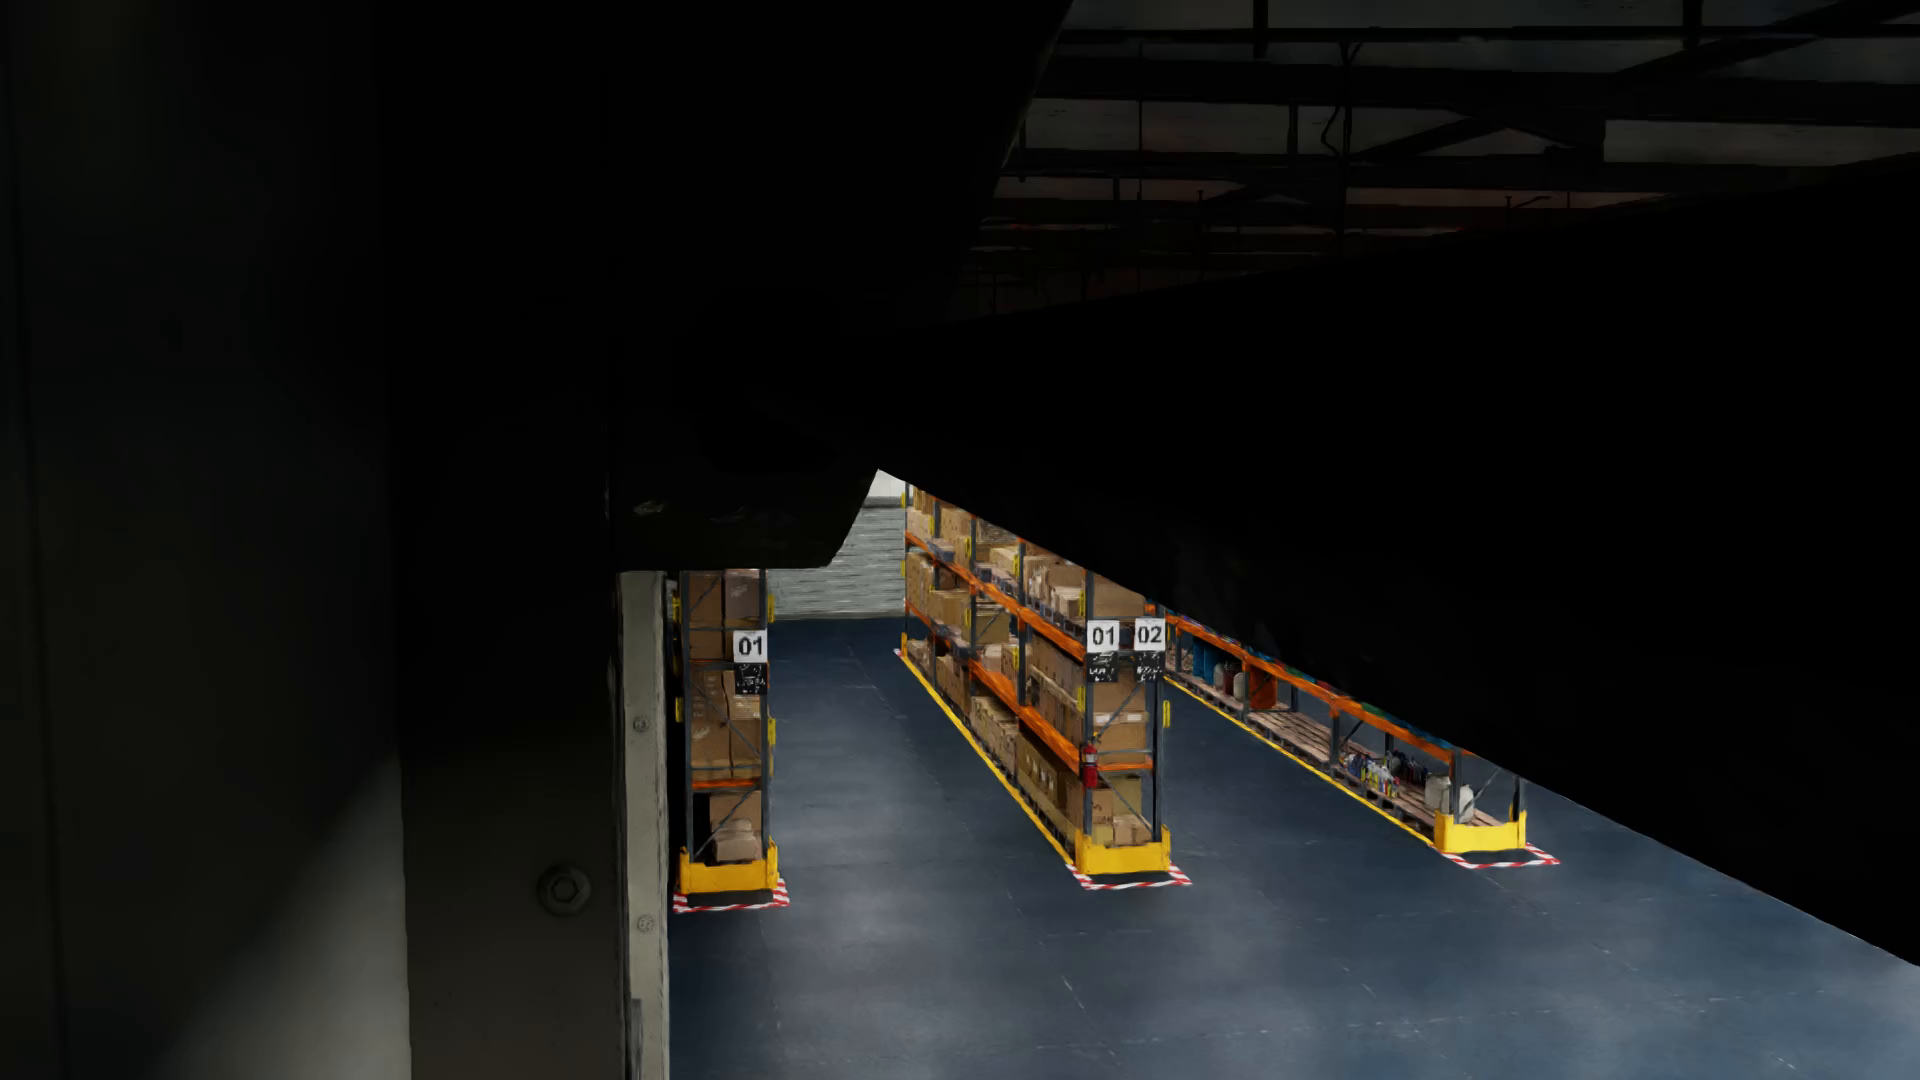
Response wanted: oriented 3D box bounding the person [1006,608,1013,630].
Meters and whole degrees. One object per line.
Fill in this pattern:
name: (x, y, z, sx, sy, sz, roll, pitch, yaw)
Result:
person: (1.177, 1.378, 39.436, 0.550, 1.709, 1.128, -1, 6, -12)
